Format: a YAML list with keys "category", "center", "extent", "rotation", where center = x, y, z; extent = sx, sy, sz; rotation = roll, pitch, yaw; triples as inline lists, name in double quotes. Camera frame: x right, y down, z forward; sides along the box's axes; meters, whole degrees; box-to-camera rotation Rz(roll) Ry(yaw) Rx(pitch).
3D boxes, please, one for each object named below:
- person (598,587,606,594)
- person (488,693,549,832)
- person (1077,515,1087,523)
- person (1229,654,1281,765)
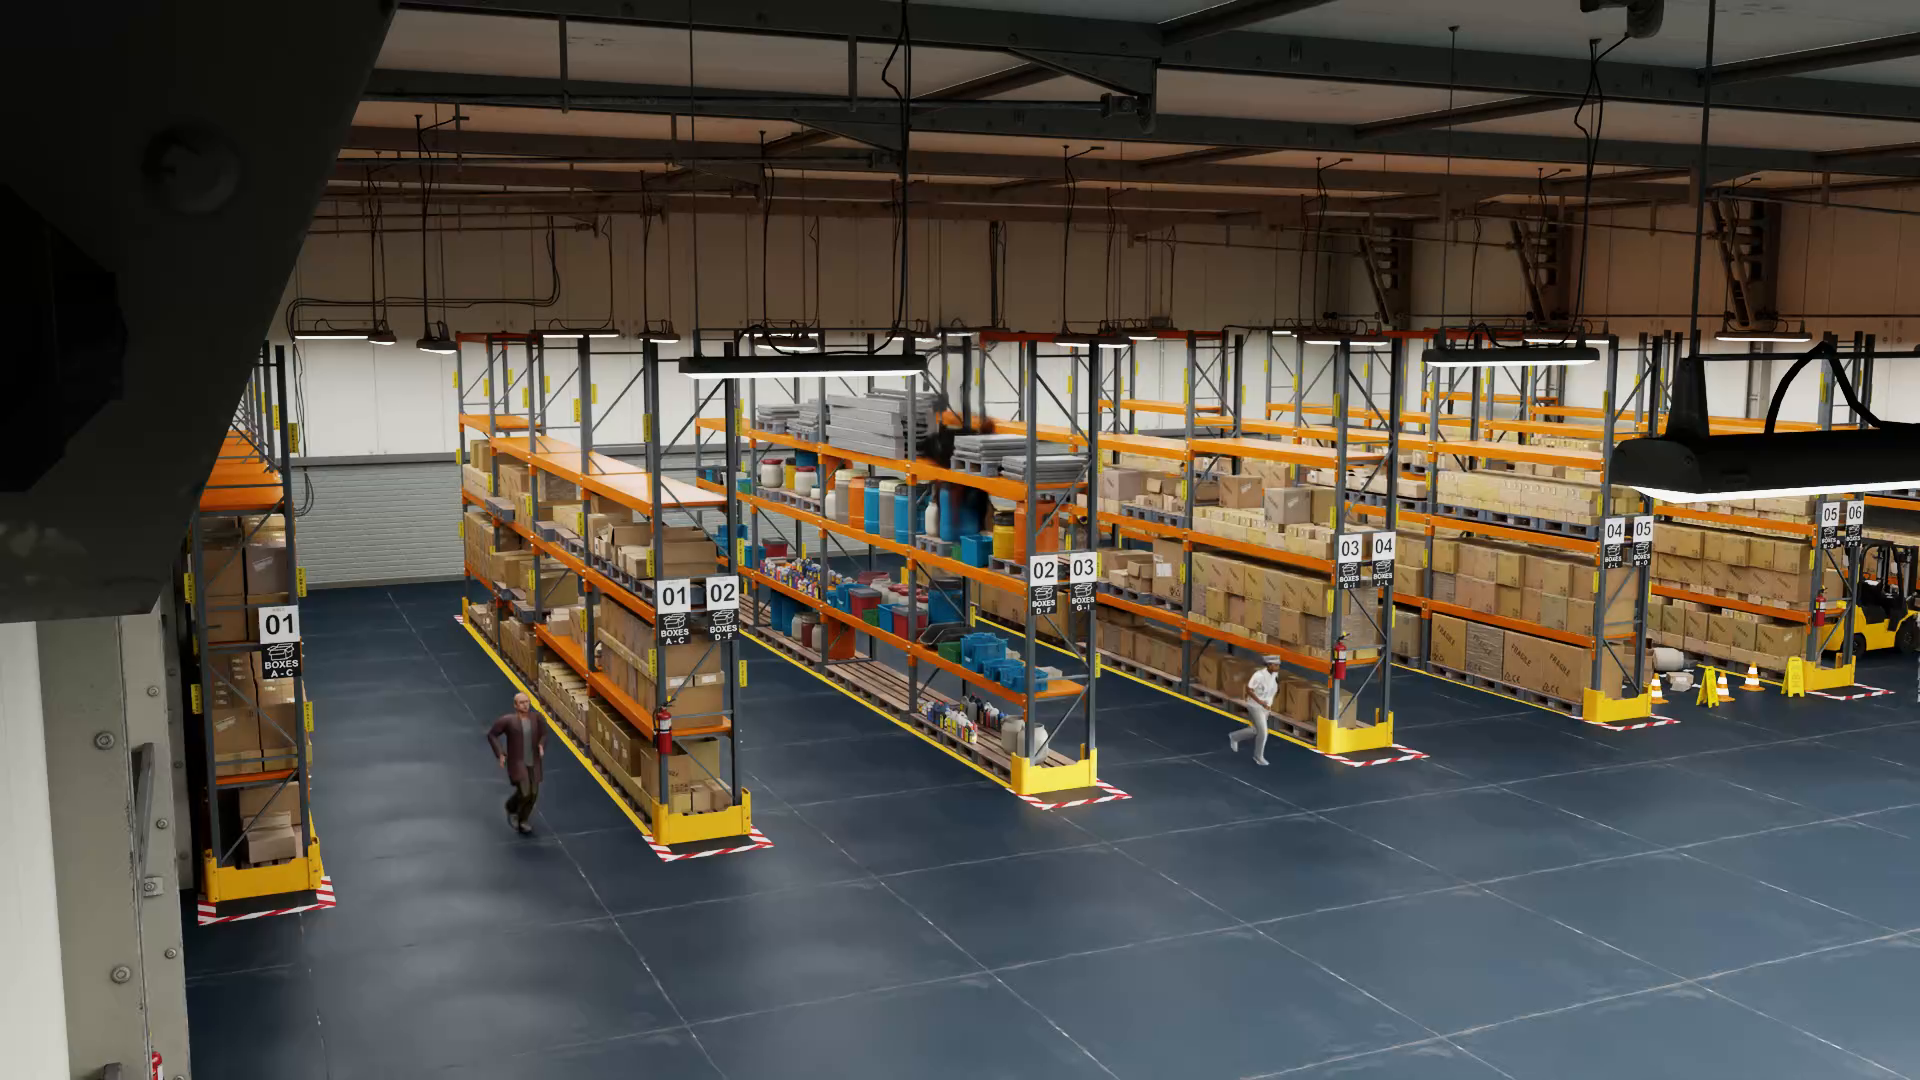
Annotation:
- category: "person"
  center: [-7.196, 0.962, 33.836]
  extent: [0.557, 1.625, 0.521]
  rotation: [-6, 10, -39]
- category: "person"
  center: [-5.316, 2.734, 20.323]
  extent: [0.703, 1.732, 0.625]
  rotation: [-7, 10, -40]
- category: "person"
  center: [2.968, -0.111, 41.394]
  extent: [0.870, 1.792, 0.711]
  rotation: [-5, 9, -30]
- category: "person"
  center: [4.192, 2.374, 23.679]
  extent: [0.544, 1.619, 0.838]
  rotation: [-7, 11, -43]
